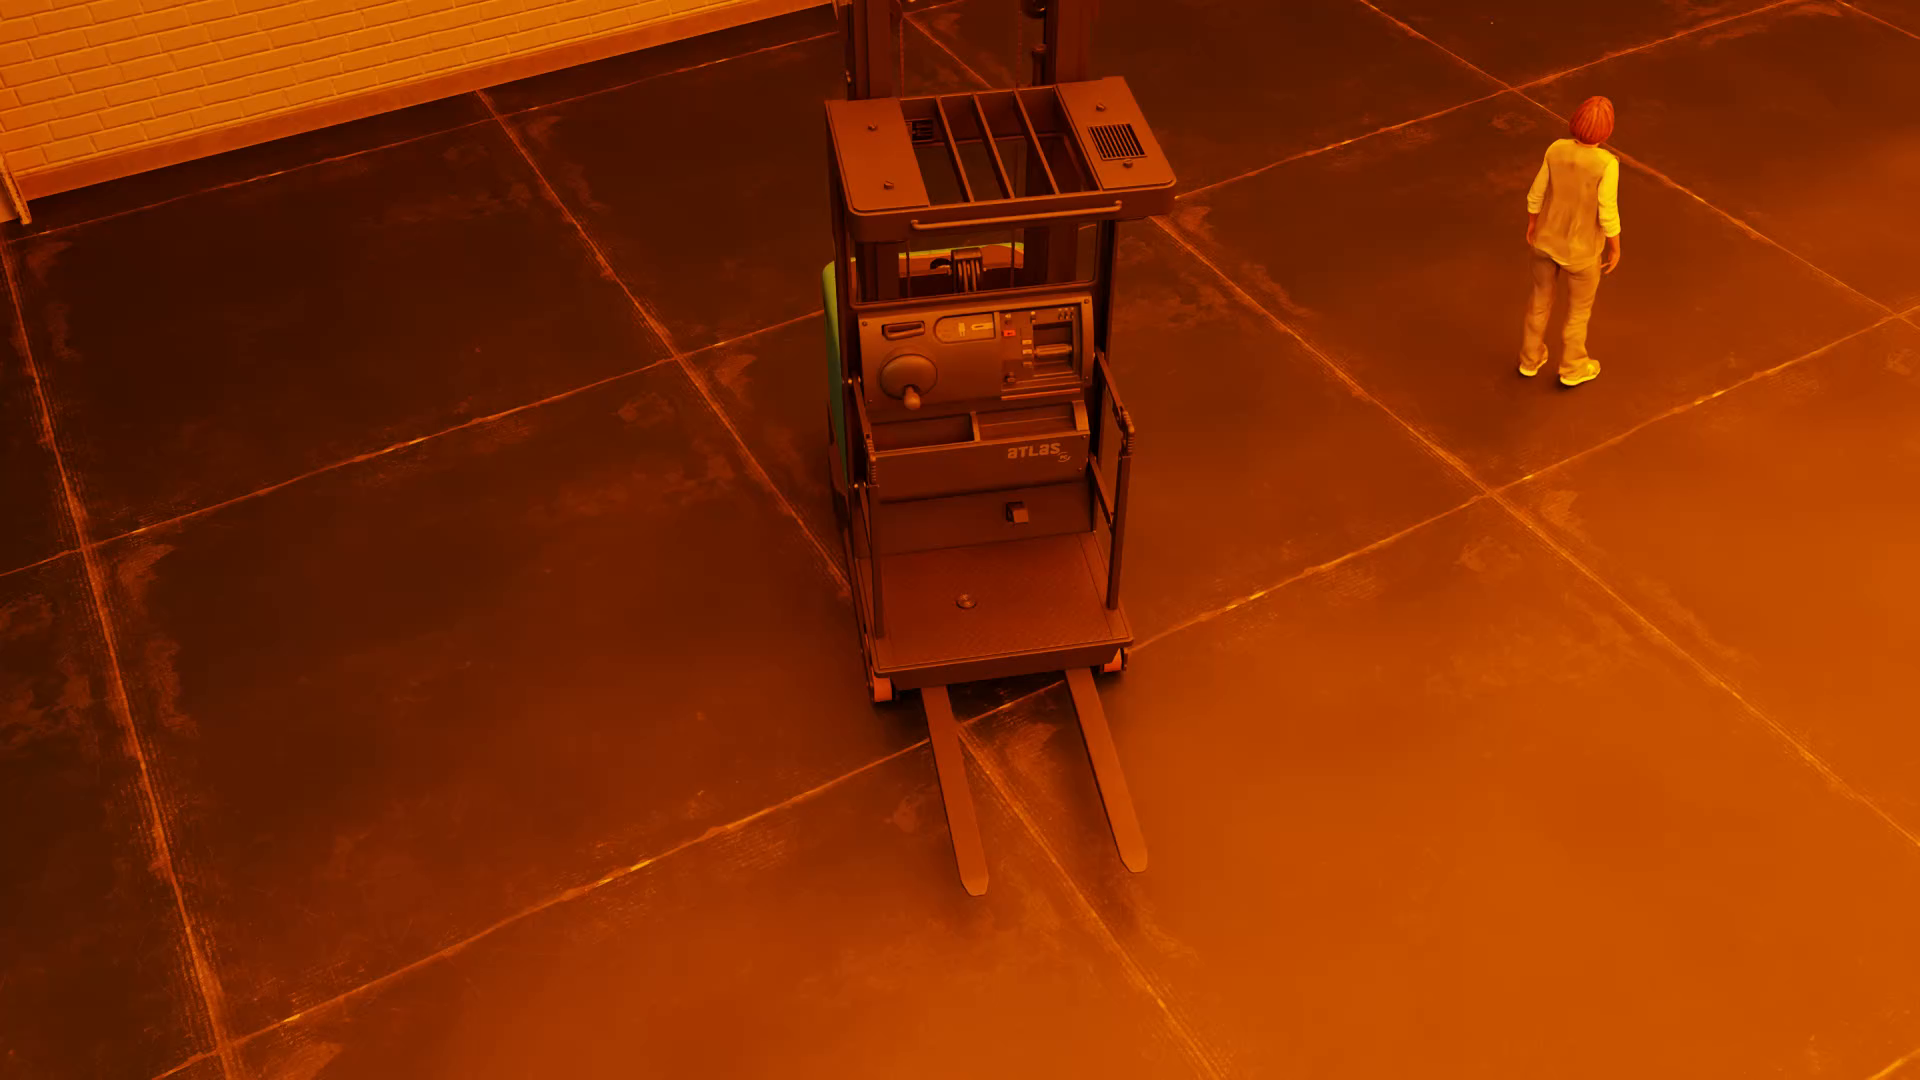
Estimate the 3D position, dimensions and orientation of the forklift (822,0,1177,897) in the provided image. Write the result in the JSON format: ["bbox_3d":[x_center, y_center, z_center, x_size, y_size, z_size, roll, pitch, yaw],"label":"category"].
[{"bbox_3d":[0.107,-0.654,6.403,1.130,2.935,3.031,-7,43,-7],"label":"forklift"}]

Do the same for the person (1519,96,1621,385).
[{"bbox_3d":[3.067,-1.492,8.282,0.461,1.603,0.509,-33,52,-30],"label":"person"}]
